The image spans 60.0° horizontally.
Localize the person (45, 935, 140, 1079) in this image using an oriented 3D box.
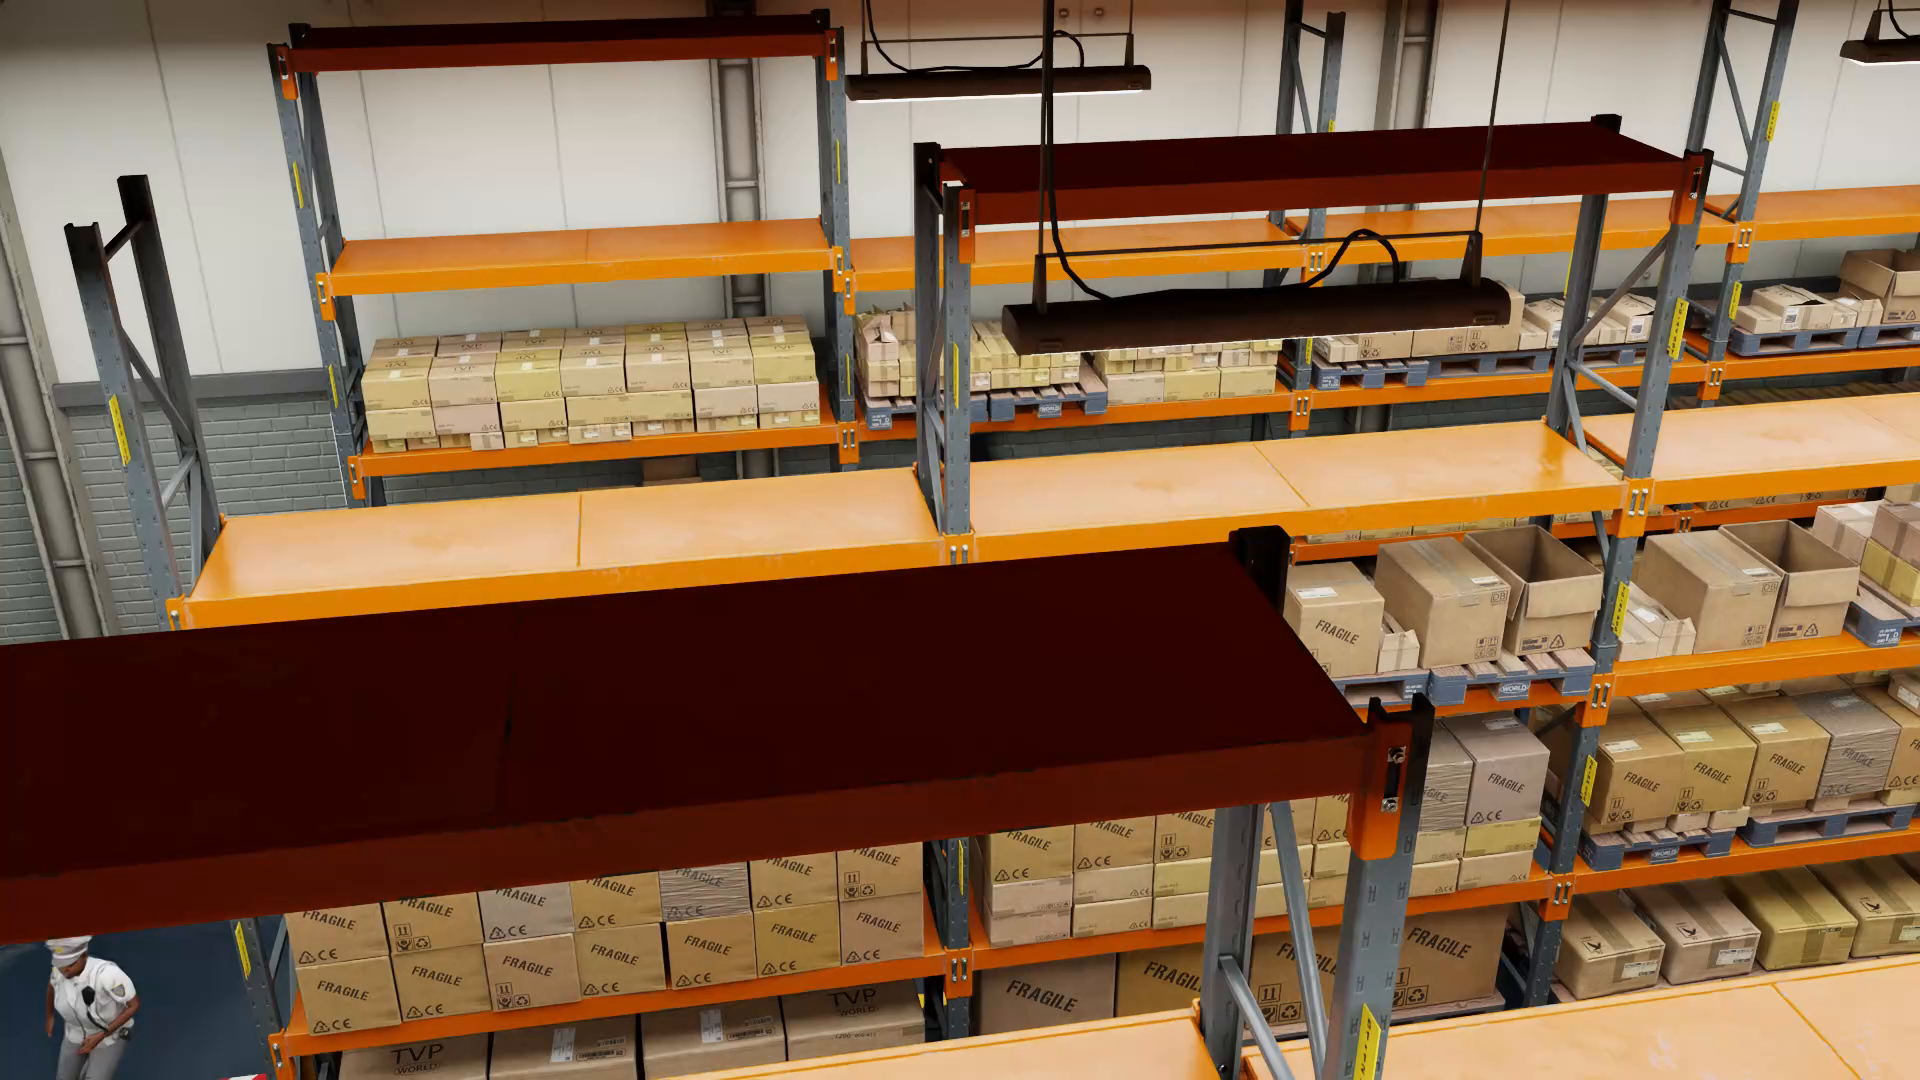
[{"bbox_3d":[-5.390,3.024,10.192,0.845,1.601,0.709,4,26,8],"label":"person"}]
